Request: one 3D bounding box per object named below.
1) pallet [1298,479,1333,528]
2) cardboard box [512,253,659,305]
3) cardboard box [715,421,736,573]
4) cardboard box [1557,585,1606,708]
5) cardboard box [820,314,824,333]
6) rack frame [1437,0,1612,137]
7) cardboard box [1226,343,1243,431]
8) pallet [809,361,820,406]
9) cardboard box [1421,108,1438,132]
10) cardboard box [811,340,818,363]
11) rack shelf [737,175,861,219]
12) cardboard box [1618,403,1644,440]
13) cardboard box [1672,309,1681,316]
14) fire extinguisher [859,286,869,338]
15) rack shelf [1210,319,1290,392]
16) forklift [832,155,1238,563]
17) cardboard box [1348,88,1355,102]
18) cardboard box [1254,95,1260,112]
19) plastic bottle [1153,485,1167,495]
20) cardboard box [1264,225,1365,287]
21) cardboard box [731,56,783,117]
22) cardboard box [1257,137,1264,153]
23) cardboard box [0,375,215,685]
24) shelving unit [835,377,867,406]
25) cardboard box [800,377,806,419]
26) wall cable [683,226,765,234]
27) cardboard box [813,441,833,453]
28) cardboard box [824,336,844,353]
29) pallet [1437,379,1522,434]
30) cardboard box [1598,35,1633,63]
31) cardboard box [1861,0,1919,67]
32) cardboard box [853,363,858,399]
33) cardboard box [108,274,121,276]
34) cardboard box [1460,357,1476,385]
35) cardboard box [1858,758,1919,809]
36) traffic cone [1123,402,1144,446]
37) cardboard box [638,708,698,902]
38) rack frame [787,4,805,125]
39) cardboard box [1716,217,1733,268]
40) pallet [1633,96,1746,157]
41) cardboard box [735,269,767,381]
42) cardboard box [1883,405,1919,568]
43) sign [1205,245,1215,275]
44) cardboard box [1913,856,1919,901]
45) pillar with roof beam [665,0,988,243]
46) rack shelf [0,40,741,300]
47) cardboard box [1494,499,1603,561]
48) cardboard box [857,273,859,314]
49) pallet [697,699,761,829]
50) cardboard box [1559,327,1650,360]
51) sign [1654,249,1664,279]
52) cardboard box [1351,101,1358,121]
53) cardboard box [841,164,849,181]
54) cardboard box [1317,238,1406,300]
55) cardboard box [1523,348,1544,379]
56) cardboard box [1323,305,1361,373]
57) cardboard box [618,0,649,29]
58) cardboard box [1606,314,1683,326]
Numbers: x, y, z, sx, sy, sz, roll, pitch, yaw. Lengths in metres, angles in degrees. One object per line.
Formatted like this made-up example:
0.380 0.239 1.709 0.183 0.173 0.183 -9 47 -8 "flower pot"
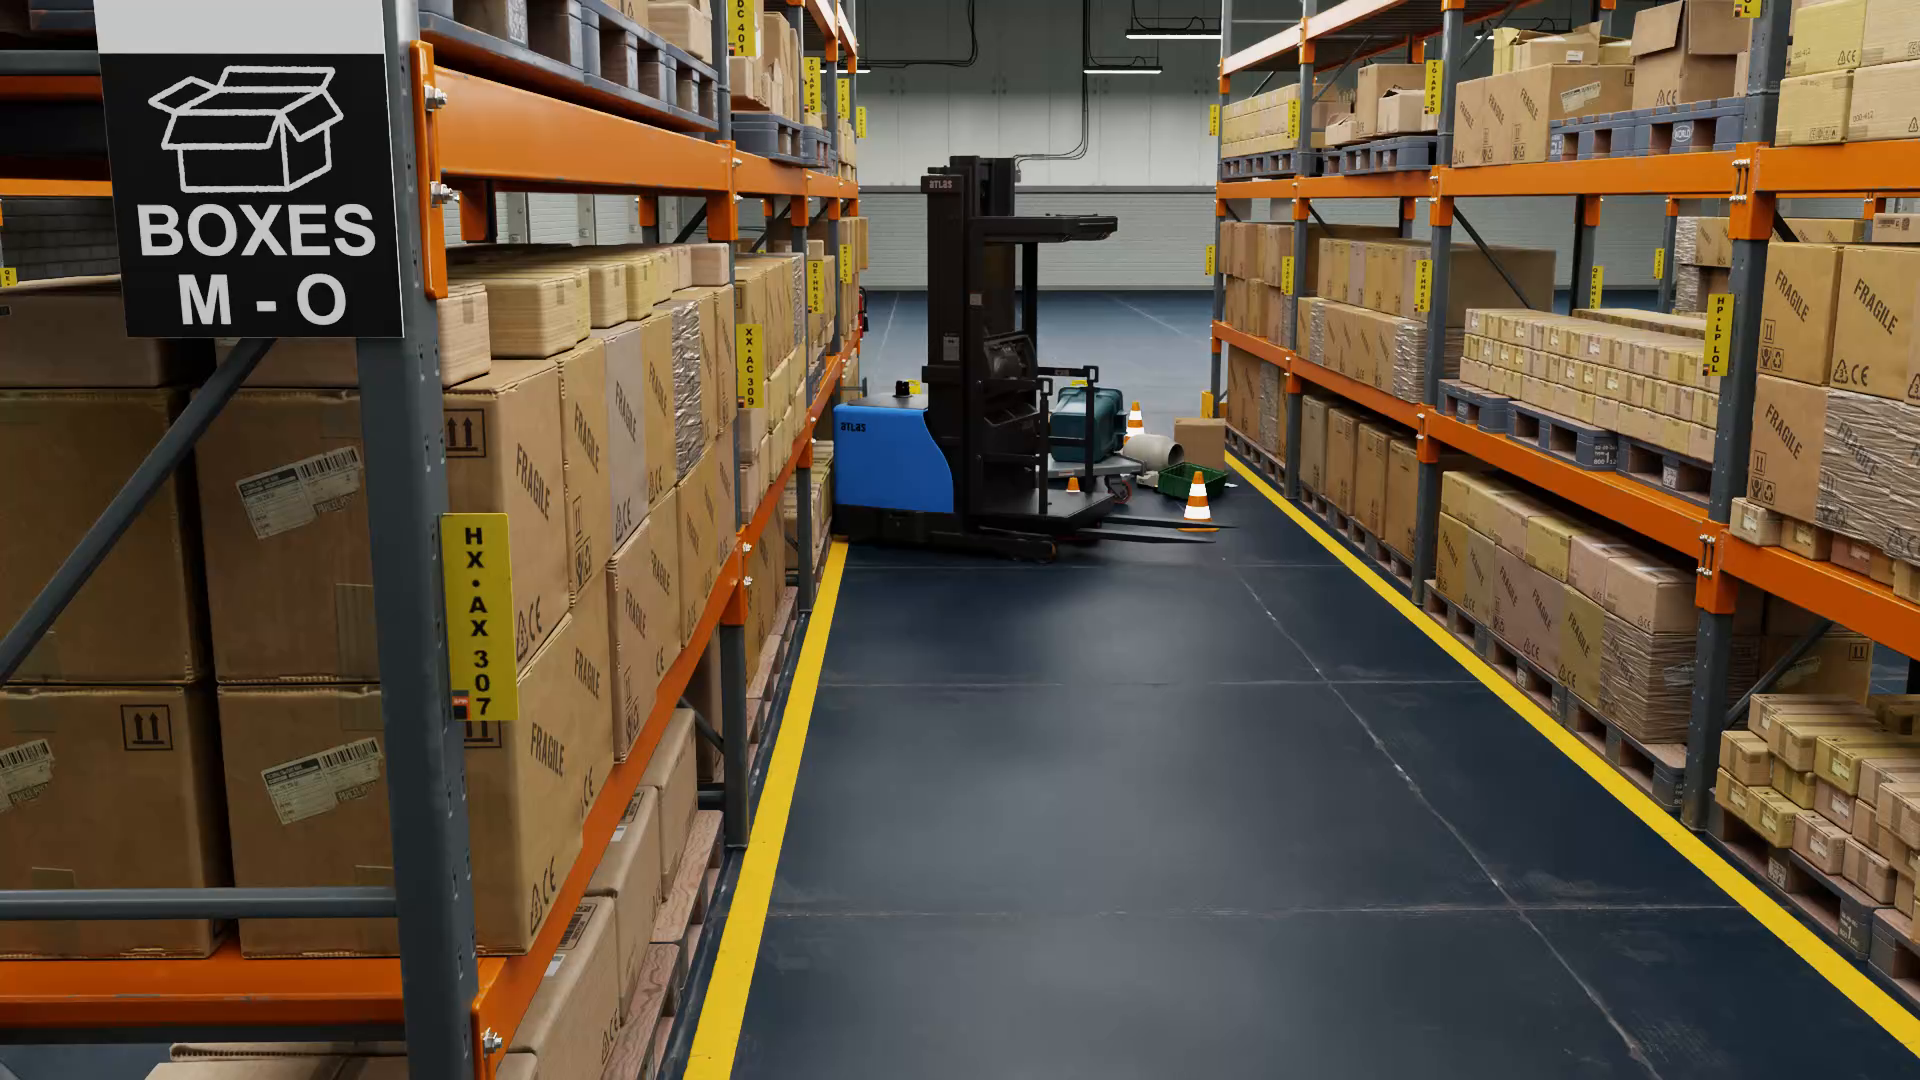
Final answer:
3.500 -0.322 14.116 1.003 0.211 1.213 0 11 -1 "pallet"
-1.085 -0.754 4.832 0.380 0.149 0.250 0 11 -2 "cardboard box"
-1.107 -0.169 6.096 0.500 0.500 0.500 0 11 -1 "cardboard box"
3.297 0.520 8.184 0.500 0.500 0.500 -1 11 -2 "cardboard box"
-1.271 -1.806 12.360 0.500 0.500 0.500 -1 11 -3 "cardboard box"
3.492 -3.987 10.077 1.000 3.000 0.127 0 11 -1 "rack frame"
3.407 -1.667 18.019 0.875 0.875 0.875 0 11 -1 "cardboard box"
-1.576 -1.053 11.190 1.213 0.211 1.003 0 11 -1 "pallet"
3.260 -2.775 10.929 0.380 0.166 0.250 0 11 -1 "cardboard box"
-1.193 -1.320 11.597 0.380 0.149 0.250 0 11 -1 "cardboard box"
-1.579 -3.316 16.127 1.077 0.370 4.000 0 11 -1 "rack shelf"
3.354 -0.563 7.867 0.380 0.149 0.250 -1 11 -4 "cardboard box"
8.055 -2.456 18.255 0.380 0.149 0.250 0 11 -1 "cardboard box"
-1.162 -2.583 18.442 0.296 0.674 0.183 0 11 -1 "fire extinguisher"
3.368 -1.887 16.624 1.077 0.370 4.000 0 11 -1 "rack shelf"
0.568 -1.386 12.519 3.031 2.935 1.130 5 13 24 "forklift"
3.730 -4.009 15.050 0.380 0.149 0.250 0 11 -2 "cardboard box"
3.051 -4.208 16.029 0.380 0.149 0.250 0 11 0 "cardboard box"
1.895 -0.450 15.125 0.133 0.061 0.283 -7 13 -30 "plastic bottle"
3.308 -2.627 15.370 0.875 0.550 0.550 0 11 -1 "cardboard box"
-1.060 -2.186 8.026 0.396 0.266 0.258 1 11 4 "cardboard box"
3.054 -3.768 15.867 0.380 0.149 0.250 0 11 -2 "cardboard box"
-1.538 -0.050 2.994 0.500 0.500 0.500 0 11 1 "cardboard box"
-0.876 -0.713 13.522 0.258 1.200 0.189 0 10 2 "shelving unit"
-1.185 -0.833 9.999 0.500 0.250 0.500 -1 11 -3 "cardboard box"
-6.828 -10.406 49.529 3.097 2.526 0.112 0 11 -1 "wall cable"
-1.524 -0.615 14.099 0.950 0.372 0.625 0 11 0 "cardboard box"
-1.224 -1.742 14.734 0.380 0.149 0.250 0 11 -1 "cardboard box"
3.613 -0.811 9.997 1.213 0.211 1.003 0 11 -1 "pallet"
3.786 -2.760 9.396 0.396 0.266 0.258 0 11 -1 "cardboard box"
3.350 -1.697 5.457 0.500 0.250 0.500 0 11 -1 "cardboard box"
-1.329 -1.560 17.179 0.500 0.500 0.500 0 11 1 "cardboard box"
-1.580 -0.495 3.557 0.380 0.149 0.250 0 11 0 "cardboard box"
3.299 -1.040 10.215 0.380 0.149 0.250 0 11 -2 "cardboard box"
3.404 0.874 5.822 0.380 0.149 0.250 -1 11 -3 "cardboard box"
1.918 -1.282 18.216 0.336 0.463 0.334 0 11 -1 "traffic cone"
-1.467 0.964 6.151 0.875 0.438 0.875 0 11 -2 "cardboard box"
-1.455 -3.946 9.878 1.000 3.000 0.127 0 11 -1 "rack frame"
8.042 -3.013 16.851 0.500 0.500 0.500 0 11 -1 "cardboard box"
3.668 -1.753 7.082 1.213 0.211 1.003 0 11 -1 "pallet"
-1.132 -0.940 7.381 0.500 0.500 0.500 0 11 -1 "cardboard box"
3.325 -0.148 5.246 0.500 0.500 0.500 0 11 -2 "cardboard box"
2.772 -3.099 18.413 0.100 0.325 0.005 0 11 -1 "sign"
3.325 1.125 5.338 0.380 0.149 0.250 0 11 -2 "cardboard box"
-3.785 -11.355 46.394 9.100 9.000 0.548 0 11 -1 "pillar with roof beam"
-1.331 -0.931 4.369 1.077 0.370 4.000 0 11 -1 "rack shelf"
3.272 -0.058 9.143 0.500 0.250 0.500 0 11 -1 "cardboard box"
-1.334 -2.685 17.747 0.500 0.500 0.500 0 11 -2 "cardboard box"
-1.464 1.002 7.587 1.003 0.211 1.213 0 11 -1 "pallet"
3.338 -1.017 8.609 0.380 0.149 0.250 0 11 -2 "cardboard box"
7.745 -3.059 18.417 0.100 0.325 0.005 0 11 -1 "sign"
3.679 -3.737 14.713 0.500 0.250 0.500 0 11 -1 "cardboard box"
-1.238 -3.468 15.696 0.380 0.149 0.250 0 11 -2 "cardboard box"
3.425 -2.282 13.997 0.700 0.500 0.500 0 11 -2 "cardboard box"
3.327 -0.972 9.131 0.380 0.149 0.250 0 11 -1 "cardboard box"
3.170 -1.585 13.078 0.500 0.500 0.500 0 11 -1 "cardboard box"
-1.312 -1.719 4.874 0.797 0.503 0.637 1 11 3 "cardboard box"
3.969 -1.223 9.624 0.380 0.149 0.250 0 11 1 "cardboard box"
